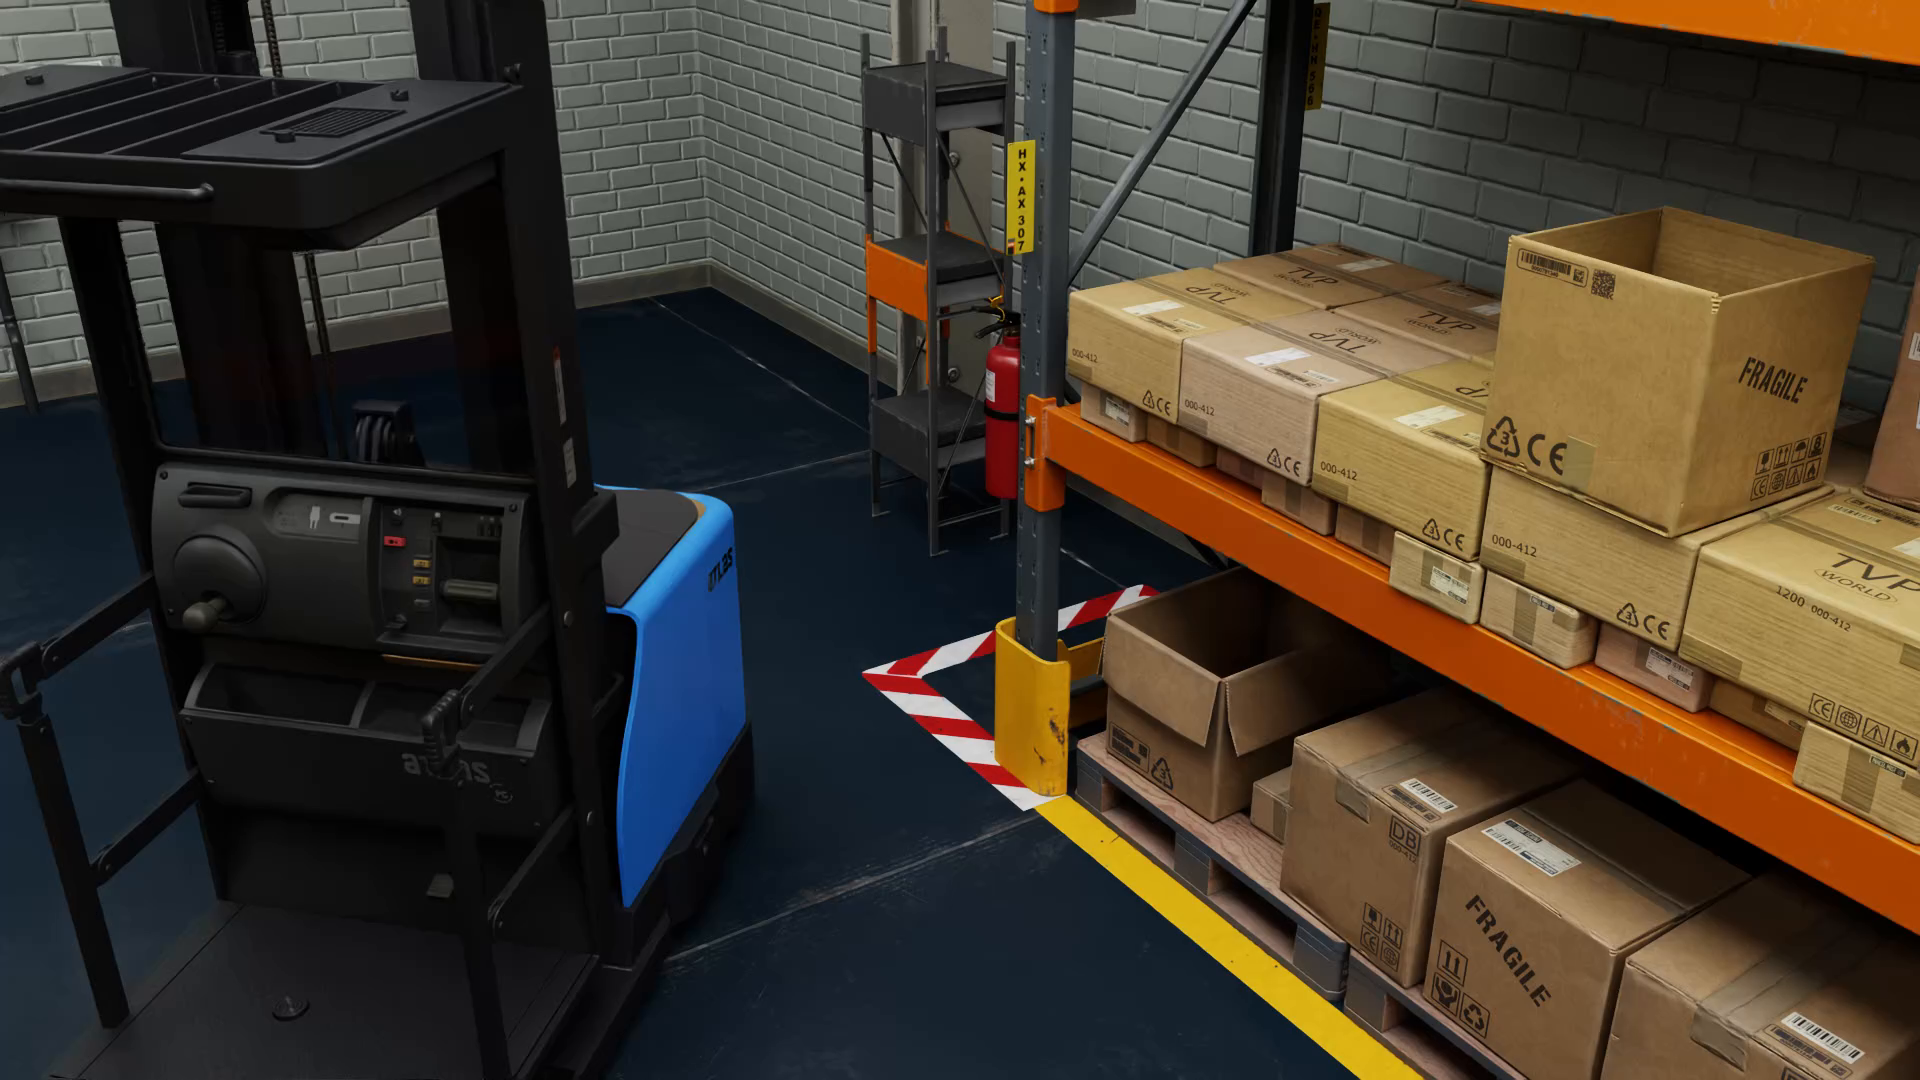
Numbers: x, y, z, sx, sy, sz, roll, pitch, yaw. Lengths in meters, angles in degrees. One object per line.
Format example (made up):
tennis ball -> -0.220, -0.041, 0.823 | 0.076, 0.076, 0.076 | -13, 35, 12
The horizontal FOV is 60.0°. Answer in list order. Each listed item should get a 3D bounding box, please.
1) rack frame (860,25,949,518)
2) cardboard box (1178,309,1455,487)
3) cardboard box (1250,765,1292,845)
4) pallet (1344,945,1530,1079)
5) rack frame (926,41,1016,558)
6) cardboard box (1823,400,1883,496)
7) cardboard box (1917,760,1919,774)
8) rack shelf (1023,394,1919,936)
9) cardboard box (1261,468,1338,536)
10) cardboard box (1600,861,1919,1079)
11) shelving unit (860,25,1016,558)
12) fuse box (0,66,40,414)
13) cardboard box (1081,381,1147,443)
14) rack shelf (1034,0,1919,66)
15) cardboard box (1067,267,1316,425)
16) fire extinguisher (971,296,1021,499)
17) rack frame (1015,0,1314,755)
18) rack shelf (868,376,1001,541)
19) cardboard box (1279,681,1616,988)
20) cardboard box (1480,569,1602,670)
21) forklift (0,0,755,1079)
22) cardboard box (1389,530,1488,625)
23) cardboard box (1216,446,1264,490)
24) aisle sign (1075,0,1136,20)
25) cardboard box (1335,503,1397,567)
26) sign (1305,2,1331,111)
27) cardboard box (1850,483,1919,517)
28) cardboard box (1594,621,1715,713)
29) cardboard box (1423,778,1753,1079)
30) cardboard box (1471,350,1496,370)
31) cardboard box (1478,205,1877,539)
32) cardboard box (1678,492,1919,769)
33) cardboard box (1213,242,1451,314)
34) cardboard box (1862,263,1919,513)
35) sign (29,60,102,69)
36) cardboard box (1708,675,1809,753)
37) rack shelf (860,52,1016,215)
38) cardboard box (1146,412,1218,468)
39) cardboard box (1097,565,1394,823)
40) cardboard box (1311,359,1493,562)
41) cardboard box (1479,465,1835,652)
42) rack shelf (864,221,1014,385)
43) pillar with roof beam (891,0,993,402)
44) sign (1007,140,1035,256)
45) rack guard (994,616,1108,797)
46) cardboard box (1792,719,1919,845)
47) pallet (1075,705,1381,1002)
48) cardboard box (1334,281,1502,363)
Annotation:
rack frame -> -0.224, -1.096, 7.112 | 0.400, 2.100, 0.015 | -16, 29, -30
cardboard box -> 0.931, -0.387, 4.384 | 0.500, 0.250, 0.500 | -15, 29, -29
cardboard box -> 1.088, 0.775, 4.942 | 0.380, 0.149, 0.250 | -17, 30, -32
pallet -> 1.773, 1.283, 4.285 | 1.003, 0.211, 1.213 | -16, 29, -30
rack frame -> 0.043, -0.921, 6.742 | 0.400, 2.100, 0.015 | -16, 29, -30
cardboard box -> 1.940, -0.140, 3.860 | 0.500, 0.250, 0.500 | -16, 29, -30
cardboard box -> 2.049, 0.337, 2.850 | 0.500, 0.250, 0.500 | -15, 29, -29
rack shelf -> 1.726, 0.315, 3.913 | 1.077, 0.370, 4.000 | -16, 29, -30
cardboard box -> 1.020, -0.160, 4.370 | 0.380, 0.149, 0.250 | -15, 29, -28
cardboard box -> 1.889, 1.141, 3.755 | 0.700, 0.500, 0.500 | -17, 30, -31
shelving unit -> -0.090, -1.009, 6.927 | 0.431, 2.100, 0.503 | -16, 29, -30
fuse box -> -4.781, -1.434, 8.284 | 0.539, 1.711, 0.414 | -16, 29, -30
cardboard box -> 0.584, -0.431, 4.944 | 0.380, 0.149, 0.250 | -16, 30, -30
rack shelf -> 1.726, -1.042, 3.272 | 1.077, 0.370, 4.000 | -16, 29, -30
cardboard box -> 0.656, -0.568, 4.766 | 0.500, 0.250, 0.500 | -15, 29, -29
fire extinguisher -> 0.166, -0.467, 5.254 | 0.296, 0.674, 0.183 | -16, 29, -30
rack frame -> 0.634, -0.726, 5.274 | 1.000, 3.000, 0.127 | -16, 29, -30
rack shelf -> -0.090, -0.363, 7.232 | 0.431, 0.518, 0.480 | -16, 29, -30
cardboard box -> 1.323, 0.770, 4.541 | 0.700, 0.500, 0.500 | -14, 29, -27
cardboard box -> 1.406, 0.131, 3.754 | 0.380, 0.149, 0.250 | -15, 29, -28
forklift -> -1.478, 0.082, 3.642 | 1.130, 2.935, 3.031 | 5, 26, 11
cardboard box -> 1.245, 0.041, 3.943 | 0.380, 0.149, 0.250 | -16, 30, -31
cardboard box -> 0.934, -0.265, 4.592 | 0.380, 0.149, 0.250 | -16, 30, -30
aisle sign -> 0.351, -1.858, 4.626 | 0.394, 0.787, 0.004 | -16, 29, -30
cardboard box -> 1.170, -0.067, 4.172 | 0.380, 0.149, 0.250 | -15, 29, -29
sign -> 1.110, -1.515, 5.219 | 0.100, 0.325, 0.005 | -16, 29, -30
cardboard box -> 2.214, 0.035, 3.489 | 0.500, 0.250, 0.500 | -15, 29, -28
cardboard box -> 1.605, 0.207, 3.592 | 0.380, 0.149, 0.250 | -16, 29, -30
cardboard box -> 1.527, 0.982, 4.091 | 0.500, 0.500, 0.500 | -15, 29, -29
cardboard box -> 1.654, -0.327, 4.257 | 0.500, 0.250, 0.500 | -15, 29, -28
cardboard box -> 1.475, -0.370, 3.470 | 0.500, 0.500, 0.500 | -15, 29, -28
cardboard box -> 1.788, 0.155, 3.234 | 0.500, 0.250, 0.500 | -16, 30, -30
cardboard box -> 1.107, -0.690, 5.025 | 0.500, 0.250, 0.500 | -15, 29, -28
cardboard box -> 2.228, -0.296, 3.312 | 0.500, 0.500, 0.500 | -16, 30, -31
sign -> -4.480, -2.163, 8.429 | 0.329, 0.494, 0.001 | -16, 29, -30
cardboard box -> 1.779, 0.284, 3.428 | 0.380, 0.149, 0.250 | -15, 29, -29
rack shelf -> -0.090, -1.629, 6.634 | 0.431, 0.518, 0.480 | -16, 29, -30
cardboard box -> 0.761, -0.351, 4.774 | 0.380, 0.149, 0.250 | -15, 29, -28
cardboard box -> 0.888, 0.454, 5.208 | 0.797, 0.503, 0.637 | -17, 30, -32
cardboard box -> 1.211, -0.207, 4.002 | 0.500, 0.250, 0.500 | -16, 30, -31
cardboard box -> 1.508, -0.029, 3.625 | 0.500, 0.250, 0.500 | -16, 30, -31
rack shelf -> -0.090, -0.996, 6.933 | 0.431, 0.518, 0.480 | -16, 29, -30
pillar with roof beam -> -3.690, -3.610, 4.356 | 9.100, 9.000, 0.400 | -16, 29, -30
sign -> 0.179, -0.991, 4.822 | 0.100, 0.325, 0.005 | -16, 29, -30
rack guard -> 0.675, 0.431, 5.750 | 1.175, 0.500, 0.348 | -16, 29, -30
cardboard box -> 1.826, 0.403, 3.178 | 0.380, 0.149, 0.250 | -16, 30, -30
pallet -> 1.111, 0.847, 5.209 | 1.003, 0.211, 1.213 | -16, 29, -30
cardboard box -> 1.388, -0.505, 4.634 | 0.500, 0.250, 0.500 | -15, 29, -29
